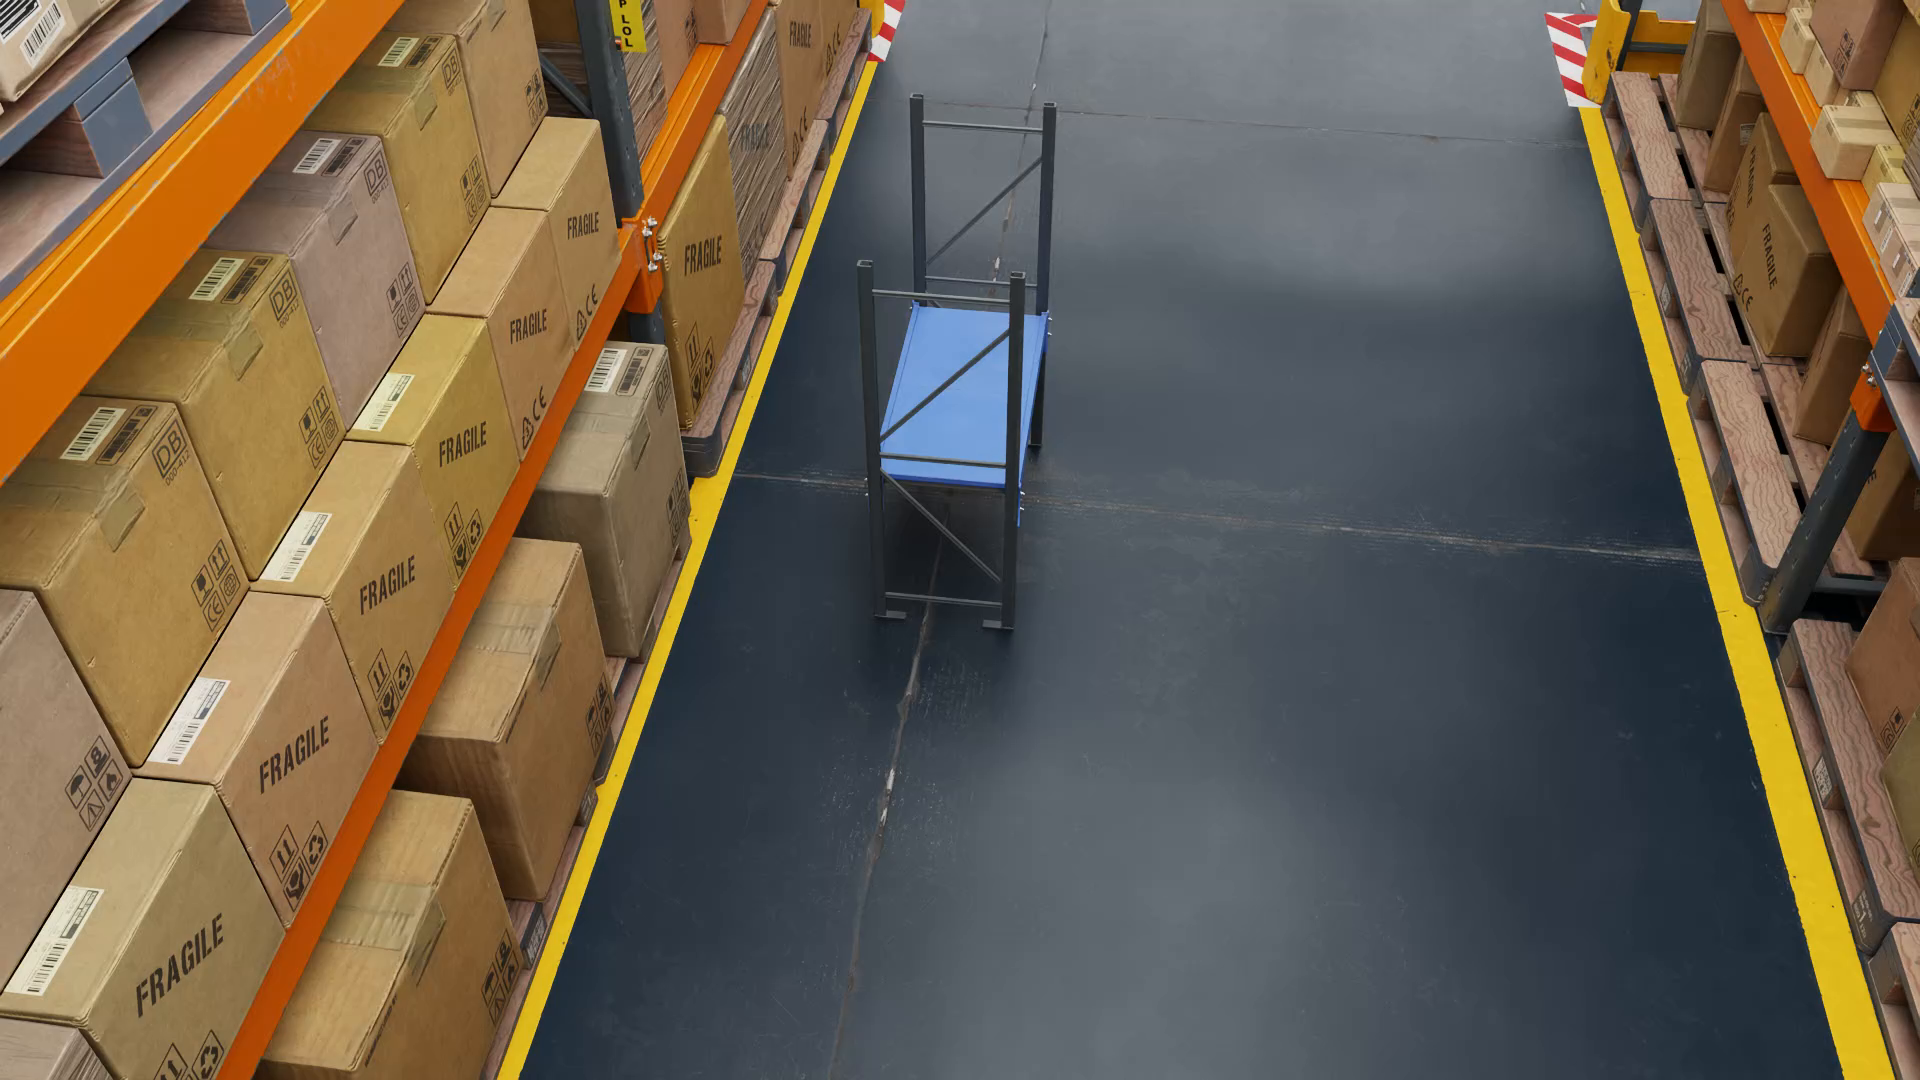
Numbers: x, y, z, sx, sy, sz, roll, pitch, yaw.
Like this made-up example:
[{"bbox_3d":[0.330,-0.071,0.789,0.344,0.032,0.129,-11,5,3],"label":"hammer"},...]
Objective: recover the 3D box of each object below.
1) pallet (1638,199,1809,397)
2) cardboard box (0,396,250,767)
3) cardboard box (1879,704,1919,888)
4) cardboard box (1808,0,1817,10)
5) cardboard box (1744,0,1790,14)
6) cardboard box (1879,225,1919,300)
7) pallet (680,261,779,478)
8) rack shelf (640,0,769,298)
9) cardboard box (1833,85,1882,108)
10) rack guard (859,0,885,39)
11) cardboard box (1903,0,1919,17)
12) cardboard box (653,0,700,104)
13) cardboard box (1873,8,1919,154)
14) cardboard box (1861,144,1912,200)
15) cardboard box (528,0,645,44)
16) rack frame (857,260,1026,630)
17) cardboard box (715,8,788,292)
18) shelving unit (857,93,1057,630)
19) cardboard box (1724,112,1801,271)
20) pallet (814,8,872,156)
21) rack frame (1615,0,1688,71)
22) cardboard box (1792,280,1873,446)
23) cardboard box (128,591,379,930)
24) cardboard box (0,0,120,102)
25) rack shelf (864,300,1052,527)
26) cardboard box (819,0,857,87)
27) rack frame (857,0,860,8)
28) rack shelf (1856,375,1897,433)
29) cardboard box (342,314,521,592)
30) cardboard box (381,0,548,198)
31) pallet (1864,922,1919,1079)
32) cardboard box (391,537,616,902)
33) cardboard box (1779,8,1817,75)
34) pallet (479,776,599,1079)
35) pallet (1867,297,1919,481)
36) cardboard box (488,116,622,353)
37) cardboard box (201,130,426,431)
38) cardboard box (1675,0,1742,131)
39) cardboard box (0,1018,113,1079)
[{"bbox_3d":[3.566,-1.032,7.186,1.003,0.211,1.213,5,44,6],"label":"pallet"},{"bbox_3d":[-1.878,0.057,3.208,0.700,0.500,0.500,5,44,5],"label":"cardboard box"},{"bbox_3d":[3.169,0.738,4.787,0.700,0.500,0.500,5,44,5],"label":"cardboard box"},{"bbox_3d":[3.648,-2.220,6.124,0.875,0.500,0.500,5,44,6],"label":"cardboard box"},{"bbox_3d":[3.313,-2.199,6.573,0.380,0.149,0.250,5,44,6],"label":"cardboard box"},{"bbox_3d":[3.090,-0.832,5.130,0.380,0.149,0.250,5,44,6],"label":"cardboard box"},{"bbox_3d":[-1.372,-0.768,6.908,1.003,0.211,1.213,5,44,6],"label":"pallet"},{"bbox_3d":[-1.286,-2.371,7.096,1.077,0.370,4.000,5,44,6],"label":"rack shelf"},{"bbox_3d":[3.311,-1.505,5.841,0.380,0.149,0.250,5,44,6],"label":"cardboard box"},{"bbox_3d":[-1.018,-3.104,9.165,1.175,0.500,0.348,5,44,6],"label":"rack guard"},{"bbox_3d":[3.205,-1.930,5.090,0.500,0.500,0.500,5,44,6],"label":"cardboard box"},{"bbox_3d":[-1.463,-1.953,6.022,0.875,0.550,0.550,5,44,6],"label":"cardboard box"},{"bbox_3d":[3.575,-1.533,5.398,0.875,0.500,0.500,5,44,6],"label":"cardboard box"},{"bbox_3d":[3.225,-1.166,5.483,0.380,0.149,0.250,5,44,6],"label":"cardboard box"},{"bbox_3d":[-1.467,-1.964,5.249,0.875,0.550,0.550,5,44,6],"label":"cardboard box"},{"bbox_3d":[-0.056,-0.256,5.430,0.500,1.500,0.032,5,44,6],"label":"rack frame"},{"bbox_3d":[-1.282,-1.687,7.090,0.875,0.875,0.875,6,44,6],"label":"cardboard box"},{"bbox_3d":[0.011,-0.603,5.796,0.538,1.500,1.048,5,44,6],"label":"shelving unit"},{"bbox_3d":[3.636,-1.461,7.124,0.500,0.500,0.500,9,44,9],"label":"cardboard box"},{"bbox_3d":[-1.049,-2.431,8.664,1.003,0.211,1.213,5,44,6],"label":"pallet"},{"bbox_3d":[3.882,-3.476,7.739,1.000,3.000,0.127,5,44,6],"label":"rack frame"},{"bbox_3d":[3.514,-0.655,6.272,0.500,0.500,0.500,19,46,19],"label":"cardboard box"},{"bbox_3d":[-1.620,0.448,3.522,0.500,0.500,0.500,5,44,5],"label":"cardboard box"},{"bbox_3d":[-1.631,-0.954,2.581,0.500,0.311,0.500,5,44,5],"label":"cardboard box"},{"bbox_3d":[0.011,-0.472,5.919,0.538,0.185,1.000,5,44,6],"label":"rack shelf"},{"bbox_3d":[-1.045,-2.908,8.380,0.875,0.875,0.875,5,44,6],"label":"cardboard box"},{"bbox_3d":[-1.021,-3.996,8.288,1.000,3.000,0.127,5,44,6],"label":"rack frame"},{"bbox_3d":[3.089,0.874,3.668,1.077,0.370,4.000,5,44,6],"label":"rack shelf"},{"bbox_3d":[-1.488,-0.237,4.246,0.500,0.500,0.500,6,44,6],"label":"cardboard box"},{"bbox_3d":[-1.610,-1.330,4.673,0.700,0.500,0.500,5,44,5],"label":"cardboard box"},{"bbox_3d":[3.093,1.627,4.378,1.003,0.211,1.213,5,44,6],"label":"pallet"},{"bbox_3d":[-1.674,0.483,4.889,1.050,0.750,0.750,5,44,6],"label":"cardboard box"},{"bbox_3d":[3.303,-1.853,6.208,0.380,0.149,0.250,5,44,6],"label":"cardboard box"},{"bbox_3d":[-1.736,1.110,4.925,1.003,0.211,1.213,5,44,6],"label":"pallet"},{"bbox_3d":[3.108,-0.173,4.390,1.003,0.211,1.213,5,44,6],"label":"pallet"},{"bbox_3d":[-1.354,-0.926,4.973,0.500,0.500,0.500,5,44,5],"label":"cardboard box"},{"bbox_3d":[-1.743,-0.635,3.939,0.700,0.500,0.500,6,44,6],"label":"cardboard box"},{"bbox_3d":[3.783,-2.297,8.006,0.500,0.500,0.500,13,45,13],"label":"cardboard box"},{"bbox_3d":[-1.752,1.139,2.793,0.500,0.500,0.500,6,44,6],"label":"cardboard box"}]
